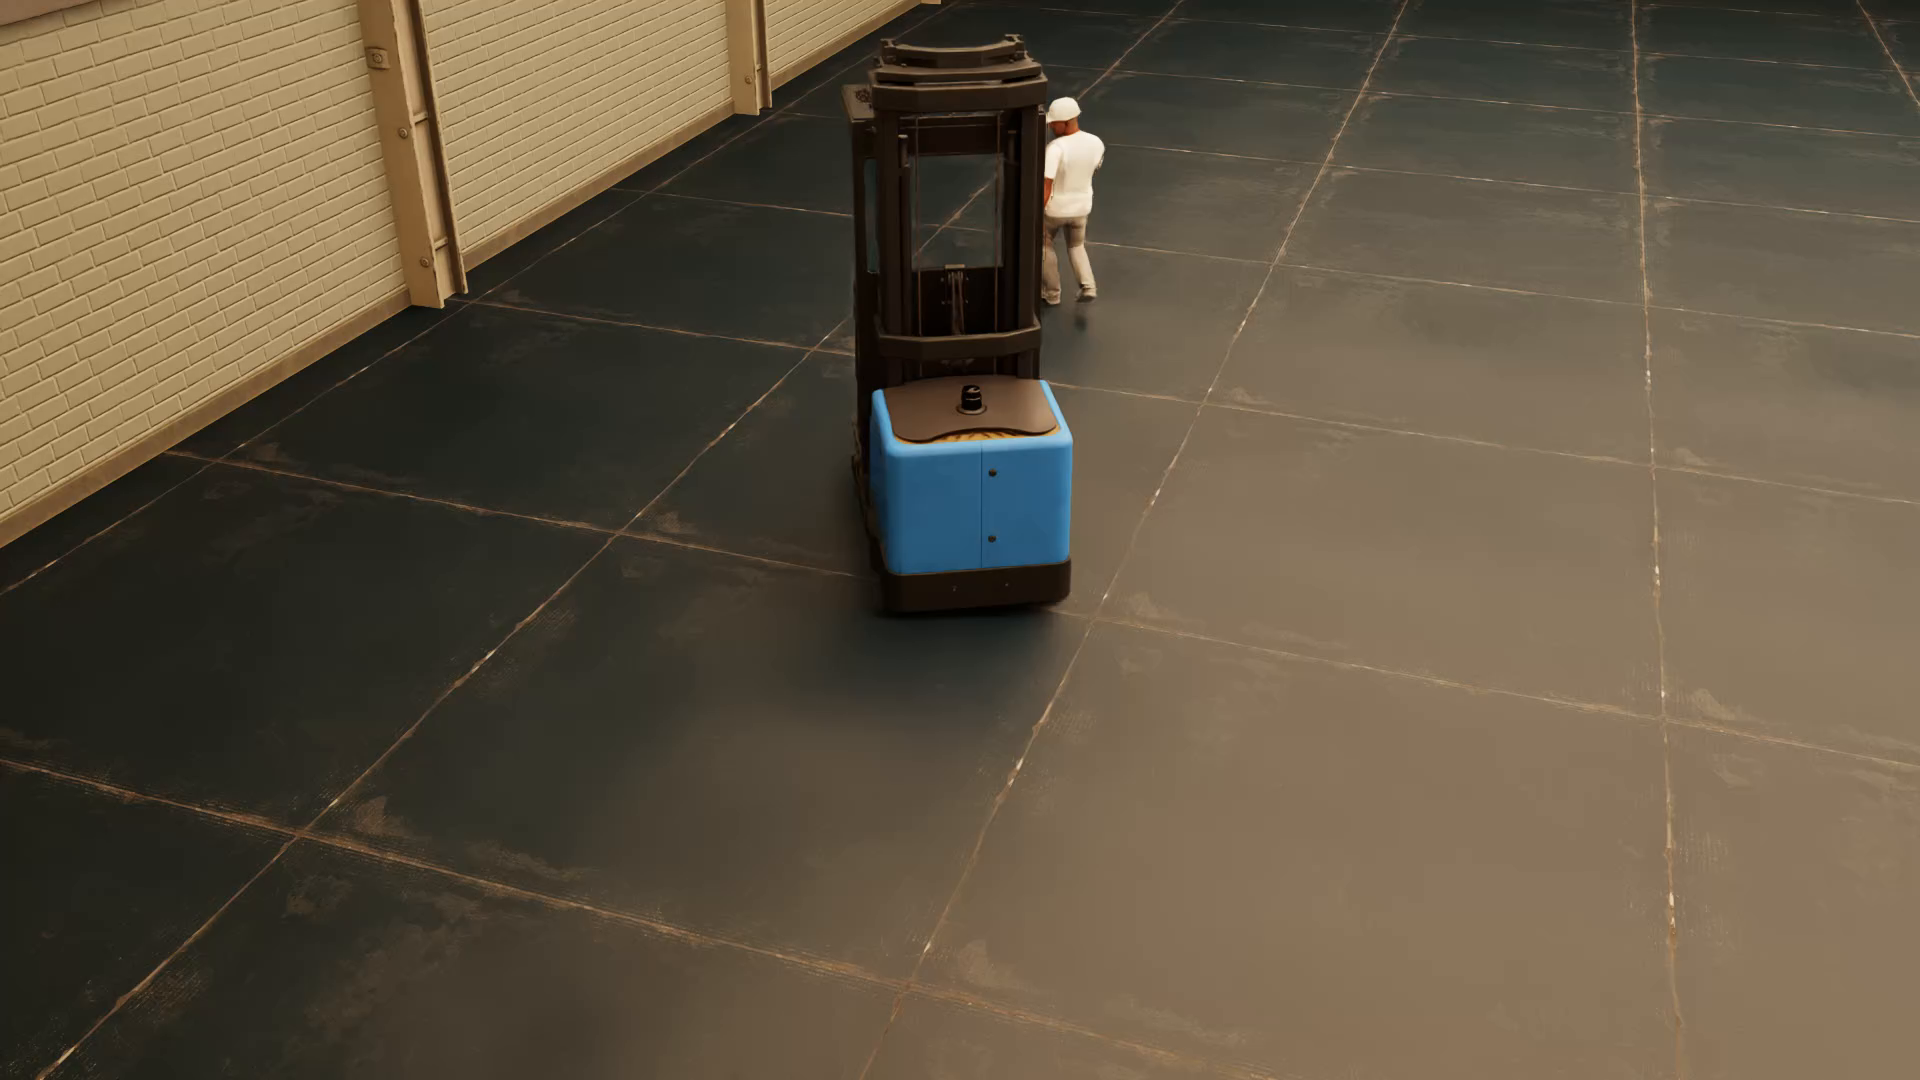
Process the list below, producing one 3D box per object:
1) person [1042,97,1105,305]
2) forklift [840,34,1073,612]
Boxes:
[{"bbox_3d":[0.797,-2.606,12.960,0.694,1.700,0.707,-9,31,-16],"label":"person"},{"bbox_3d":[-0.102,-1.581,9.910,1.130,2.935,3.031,-4,30,-7],"label":"forklift"}]
